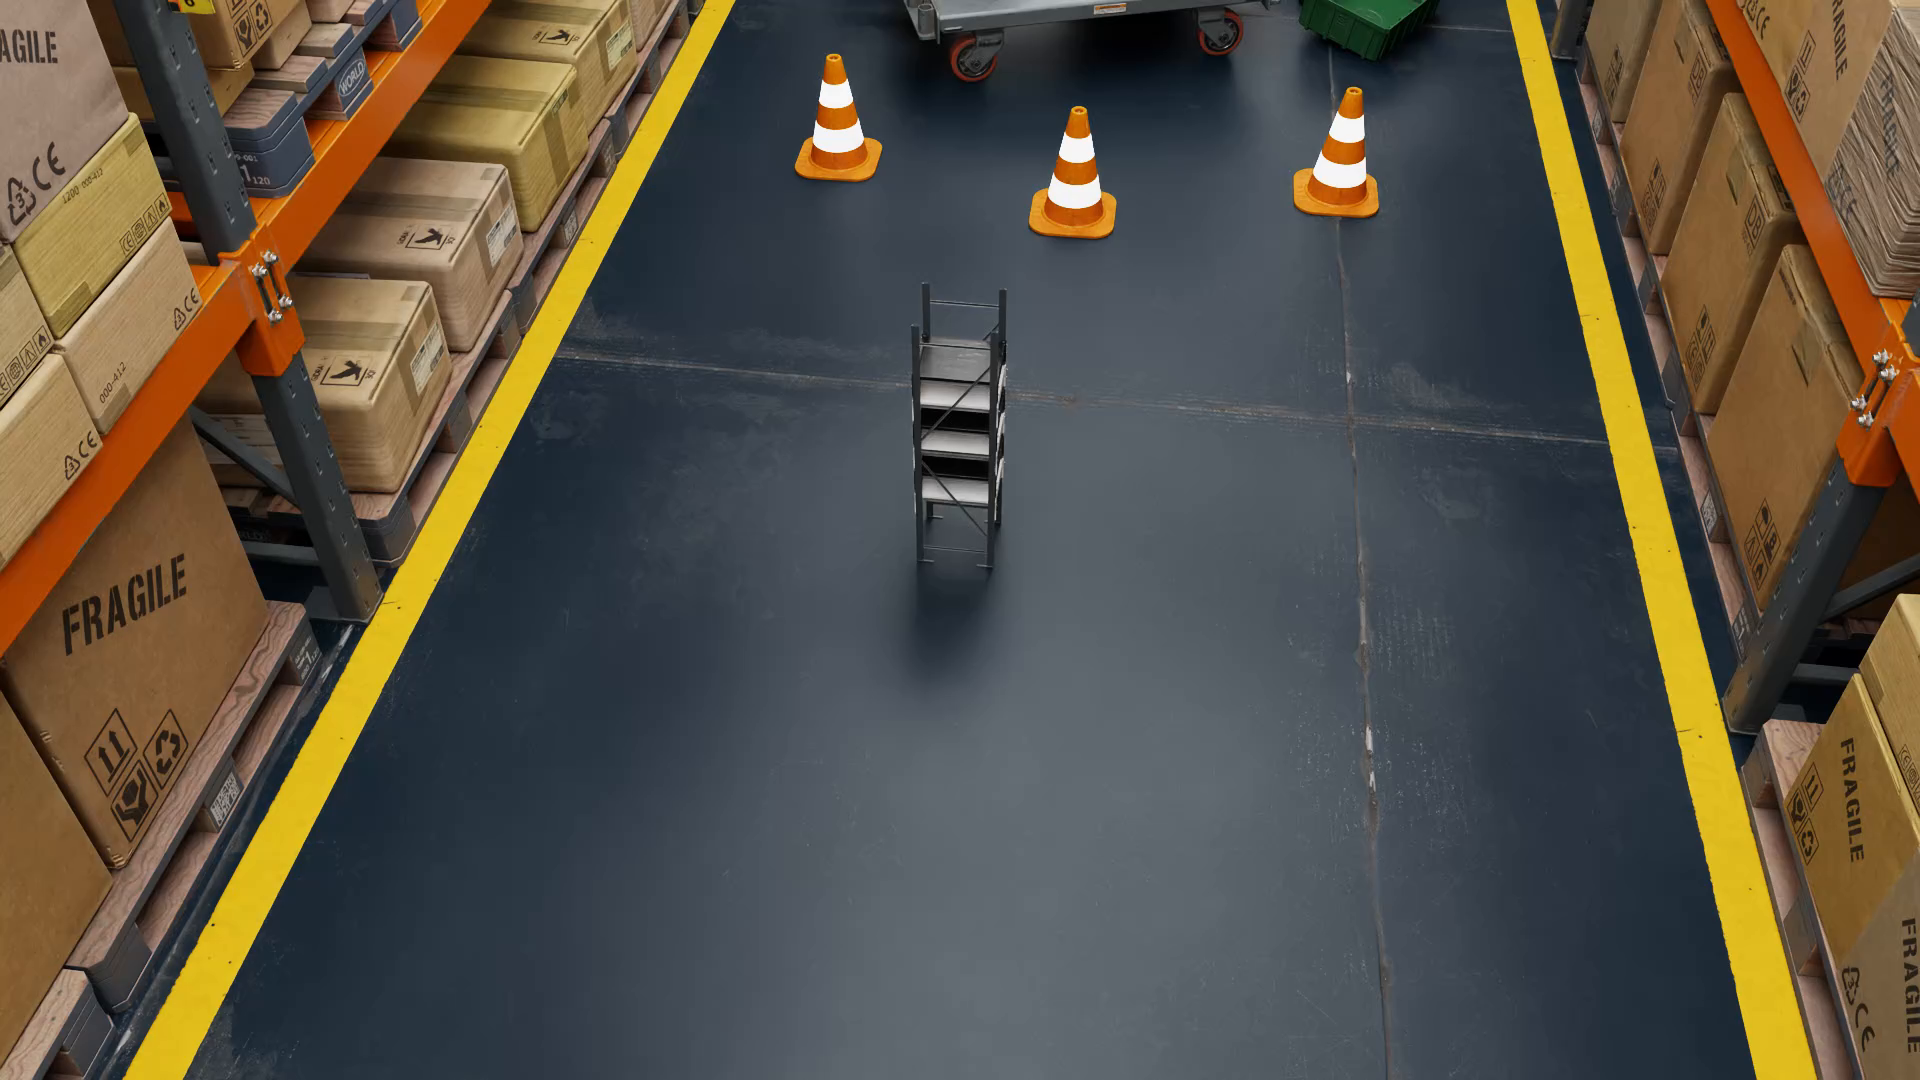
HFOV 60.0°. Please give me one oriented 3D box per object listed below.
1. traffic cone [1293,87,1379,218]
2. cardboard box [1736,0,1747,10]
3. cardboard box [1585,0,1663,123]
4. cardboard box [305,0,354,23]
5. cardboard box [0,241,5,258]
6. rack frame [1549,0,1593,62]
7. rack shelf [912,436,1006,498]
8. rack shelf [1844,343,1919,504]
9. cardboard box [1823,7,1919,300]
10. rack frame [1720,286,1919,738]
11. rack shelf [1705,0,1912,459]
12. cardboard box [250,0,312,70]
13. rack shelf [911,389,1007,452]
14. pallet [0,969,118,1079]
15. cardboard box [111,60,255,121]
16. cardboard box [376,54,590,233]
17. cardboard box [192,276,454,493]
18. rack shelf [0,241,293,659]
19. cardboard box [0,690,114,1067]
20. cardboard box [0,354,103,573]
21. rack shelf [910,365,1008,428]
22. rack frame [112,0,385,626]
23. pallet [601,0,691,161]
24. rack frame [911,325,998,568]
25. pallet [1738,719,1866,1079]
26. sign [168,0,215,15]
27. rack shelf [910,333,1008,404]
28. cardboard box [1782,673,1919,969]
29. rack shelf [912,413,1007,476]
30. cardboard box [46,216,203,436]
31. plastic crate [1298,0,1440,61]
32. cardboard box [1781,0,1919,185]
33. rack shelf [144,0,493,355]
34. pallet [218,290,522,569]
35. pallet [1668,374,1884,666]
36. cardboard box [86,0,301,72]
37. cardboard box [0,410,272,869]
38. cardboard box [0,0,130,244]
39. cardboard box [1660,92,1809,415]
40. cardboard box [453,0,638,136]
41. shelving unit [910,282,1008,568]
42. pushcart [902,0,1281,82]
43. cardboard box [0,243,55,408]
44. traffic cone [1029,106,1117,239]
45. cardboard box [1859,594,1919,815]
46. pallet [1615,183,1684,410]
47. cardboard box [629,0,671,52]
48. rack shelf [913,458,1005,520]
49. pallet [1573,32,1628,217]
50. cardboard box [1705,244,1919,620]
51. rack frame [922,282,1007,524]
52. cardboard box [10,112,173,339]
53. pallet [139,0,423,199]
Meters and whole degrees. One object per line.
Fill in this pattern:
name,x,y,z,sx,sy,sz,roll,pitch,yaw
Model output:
traffic cone,1.518,-1.567,6.568,0.336,0.463,0.334,5,44,6
cardboard box,2.654,-1.937,5.041,0.500,0.500,0.500,6,44,6
cardboard box,3.199,-2.169,6.690,1.050,0.750,0.750,5,44,5
cardboard box,-1.877,-1.558,4.591,0.380,0.149,0.250,3,44,3
cardboard box,-2.125,-0.593,2.894,0.500,0.500,0.500,6,44,6
rack frame,3.192,-3.265,6.516,1.000,3.000,0.127,5,44,6
rack shelf,-0.001,-0.232,5.020,0.258,0.077,0.200,5,44,6
rack shelf,2.399,1.085,2.445,1.077,0.370,4.000,5,44,6
cardboard box,2.457,-0.906,3.953,0.500,0.500,0.500,5,44,6
rack frame,2.663,-0.539,3.637,1.000,3.000,0.127,5,44,6
rack shelf,2.928,-1.641,5.324,1.077,0.370,4.000,5,44,6
cardboard box,-1.959,-1.375,4.398,0.380,0.149,0.250,3,44,3
rack shelf,-0.001,-0.362,4.896,0.258,0.077,0.200,5,44,6
pallet,-2.599,1.452,3.563,1.003,0.211,1.213,5,44,6
cardboard box,-2.029,-1.186,4.198,0.380,0.149,0.250,3,44,3
cardboard box,-1.976,-1.522,6.282,0.950,0.372,0.625,7,44,7
cardboard box,-2.172,-0.502,5.205,0.950,0.372,0.625,3,43,3
rack shelf,-2.521,0.704,2.848,1.077,0.370,4.000,5,44,6
cardboard box,-2.552,0.770,3.495,0.875,0.875,0.875,6,44,6
cardboard box,-2.118,-0.148,3.333,0.500,0.250,0.500,6,44,6
rack shelf,-0.001,-0.428,4.834,0.258,0.077,0.200,5,44,6
rack frame,-2.256,-0.920,4.040,1.000,3.000,0.127,5,44,6
pallet,-1.829,-2.103,7.317,1.003,0.211,1.213,5,44,6
rack frame,-0.015,-0.252,4.862,0.240,0.900,0.006,5,44,6
pallet,2.559,1.006,4.034,1.003,0.211,1.213,5,44,6
sign,-1.706,-1.292,3.591,0.100,0.325,0.005,5,44,6
rack shelf,-0.001,-0.493,4.772,0.258,0.077,0.200,5,44,6
cardboard box,2.317,0.675,3.868,0.500,0.500,0.500,4,44,4
rack shelf,-0.001,-0.297,4.958,0.258,0.077,0.200,5,44,6
cardboard box,-2.066,-0.497,3.702,0.500,0.250,0.500,4,44,4
plastic crate,1.917,-2.502,7.714,0.450,0.188,0.662,35,53,18
cardboard box,2.524,-1.246,4.312,0.500,0.500,0.500,5,44,6
rack shelf,-1.992,-2.022,5.727,1.077,0.370,4.000,5,44,6
pallet,-2.152,-0.440,5.561,1.003,0.211,1.213,5,44,6
pallet,2.842,-0.057,5.156,1.003,0.211,1.213,5,44,6
cardboard box,-1.968,-1.502,4.060,0.500,0.500,0.500,4,44,4
cardboard box,-2.430,0.162,4.137,0.875,0.875,0.875,5,44,5
cardboard box,-2.066,-0.943,3.264,0.500,0.500,0.500,4,44,4
cardboard box,2.945,-0.877,5.326,1.050,0.750,0.750,6,44,6
cardboard box,-1.886,-1.996,6.782,0.950,0.372,0.625,8,44,8
shelving unit,-0.001,-0.321,4.935,0.258,0.900,0.210,5,44,6
pushcart,0.539,-2.521,7.638,1.648,0.377,0.936,-9,44,-9
cardboard box,-2.133,-0.344,3.177,0.500,0.250,0.500,4,44,4
traffic cone,0.449,-1.464,6.459,0.336,0.463,0.334,5,44,6
cardboard box,2.332,0.392,3.622,0.500,0.250,0.500,3,44,4
pallet,3.006,-0.886,6.032,1.003,0.211,1.213,5,44,6
cardboard box,-1.795,-2.487,7.300,0.950,0.372,0.625,6,44,6
rack shelf,-0.001,-0.166,5.081,0.258,0.077,0.200,5,44,6
pallet,3.165,-1.720,6.913,1.003,0.211,1.213,5,44,6
cardboard box,2.833,-0.281,4.696,1.050,0.750,0.750,5,44,5
rack frame,0.012,-0.391,5.008,0.240,0.900,0.006,5,44,6
cardboard box,-2.069,-0.694,3.546,0.500,0.250,0.500,5,44,5
pallet,-2.268,-1.346,4.629,1.213,0.211,1.003,5,44,6
